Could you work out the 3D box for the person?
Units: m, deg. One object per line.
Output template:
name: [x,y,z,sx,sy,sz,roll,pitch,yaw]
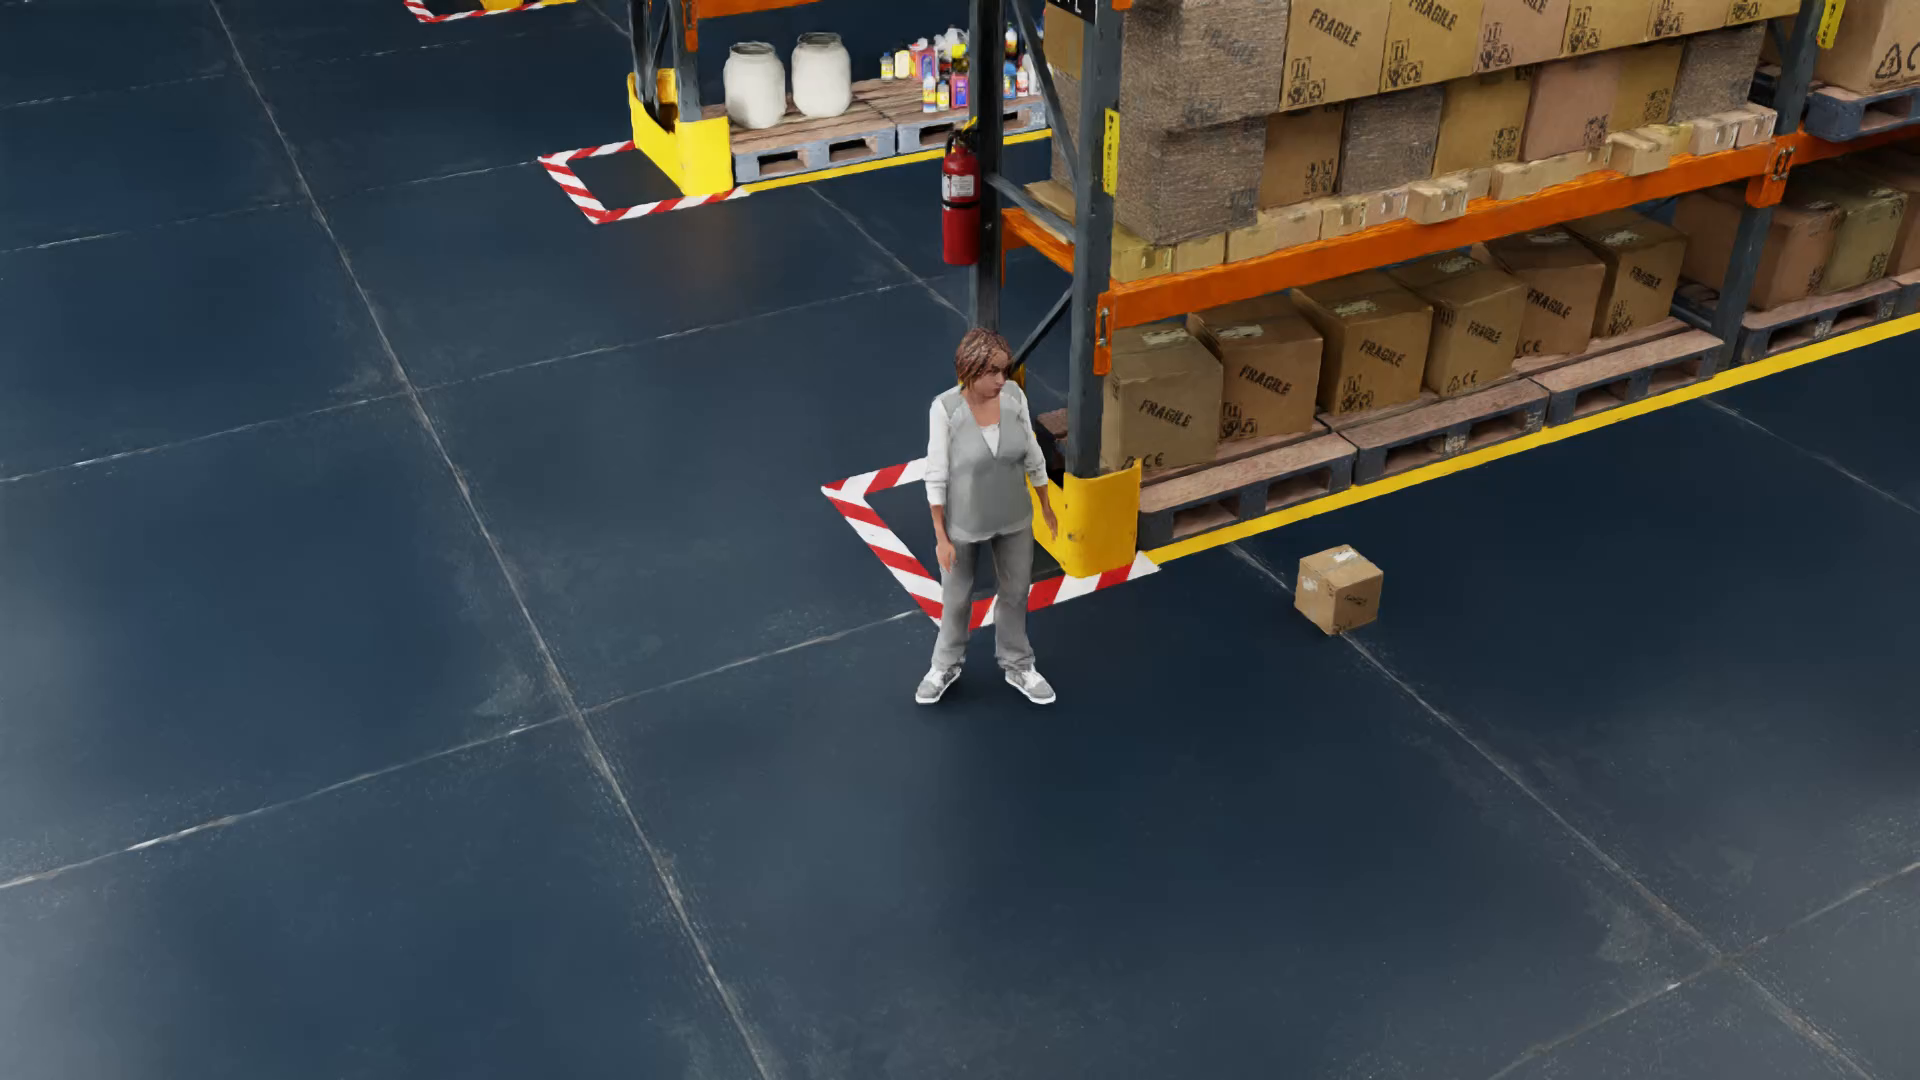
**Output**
person: [0.096,-0.059,6.191,0.558,1.598,0.368,-10,35,-14]
